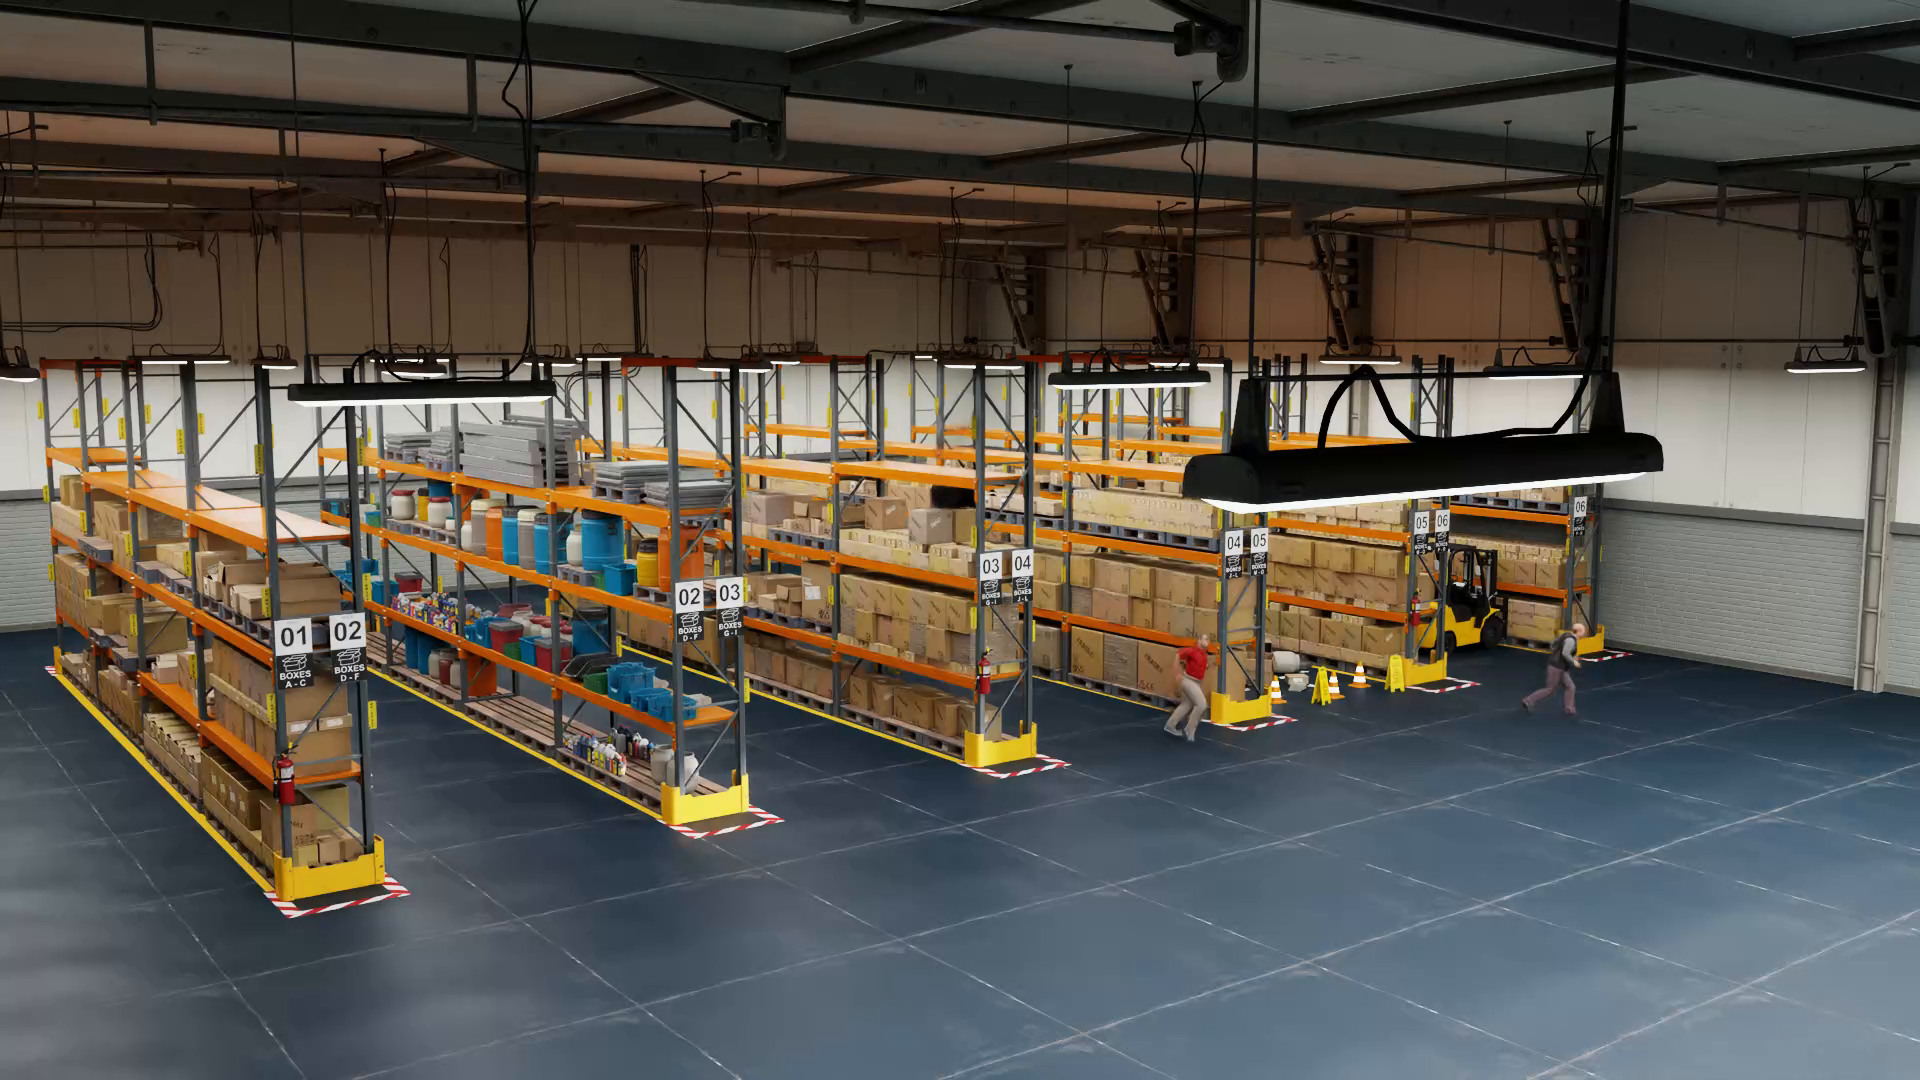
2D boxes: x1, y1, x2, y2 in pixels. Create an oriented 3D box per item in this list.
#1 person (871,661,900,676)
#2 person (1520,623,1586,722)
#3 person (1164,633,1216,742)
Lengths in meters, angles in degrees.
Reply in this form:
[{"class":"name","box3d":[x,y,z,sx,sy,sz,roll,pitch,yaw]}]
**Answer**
[{"class":"person","box3d":[-1.390,1.675,31.606,0.838,1.792,0.728,6,9,43]},{"class":"person","box3d":[9.913,2.204,27.794,1.009,1.680,0.696,1,7,10]},{"class":"person","box3d":[3.677,2.352,26.493,0.814,1.777,0.643,3,7,22]}]
